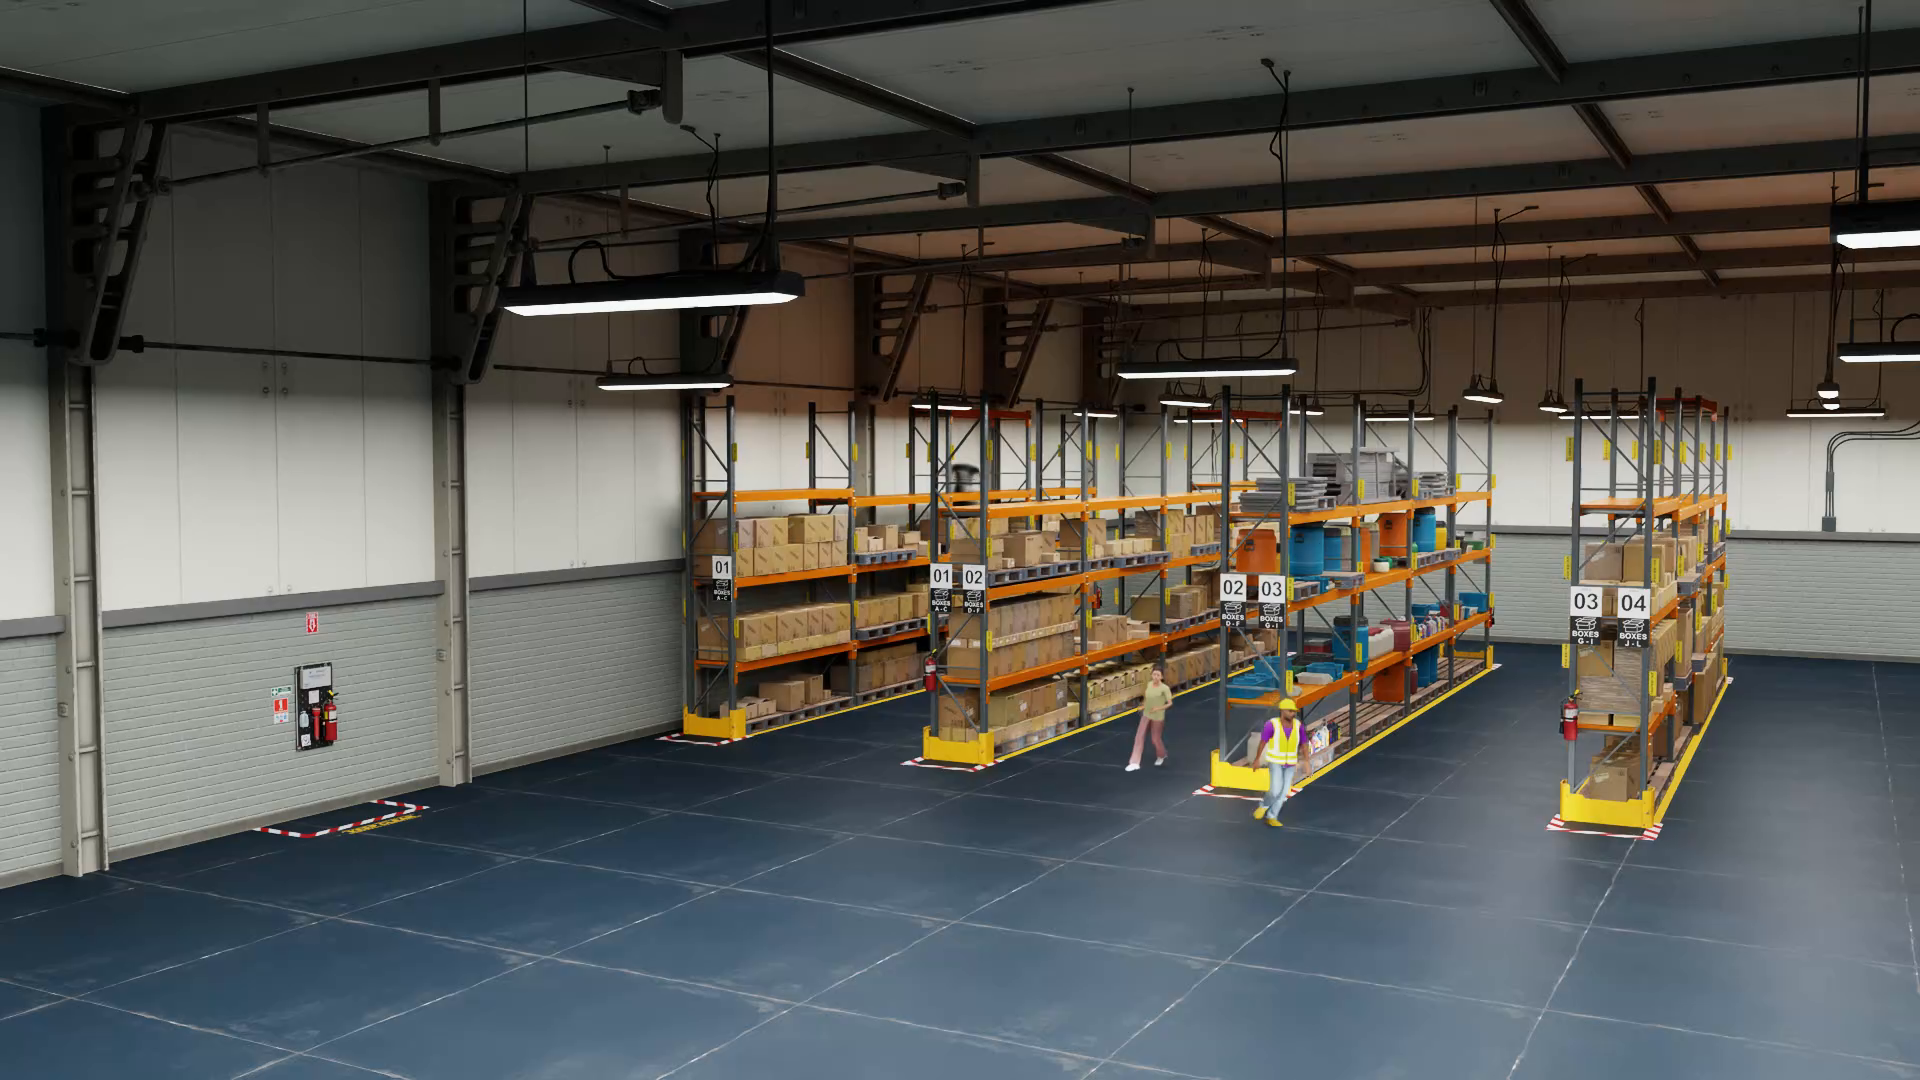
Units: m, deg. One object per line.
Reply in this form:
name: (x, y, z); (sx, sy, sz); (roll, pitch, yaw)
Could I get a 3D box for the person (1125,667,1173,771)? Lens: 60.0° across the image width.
person: (3.045, 2.774, 25.993); (0.615, 1.618, 1.004); (2, 4, 36)

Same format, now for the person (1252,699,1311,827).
person: (4.277, 2.967, 22.135); (0.697, 1.727, 0.571); (-1, 3, -15)
